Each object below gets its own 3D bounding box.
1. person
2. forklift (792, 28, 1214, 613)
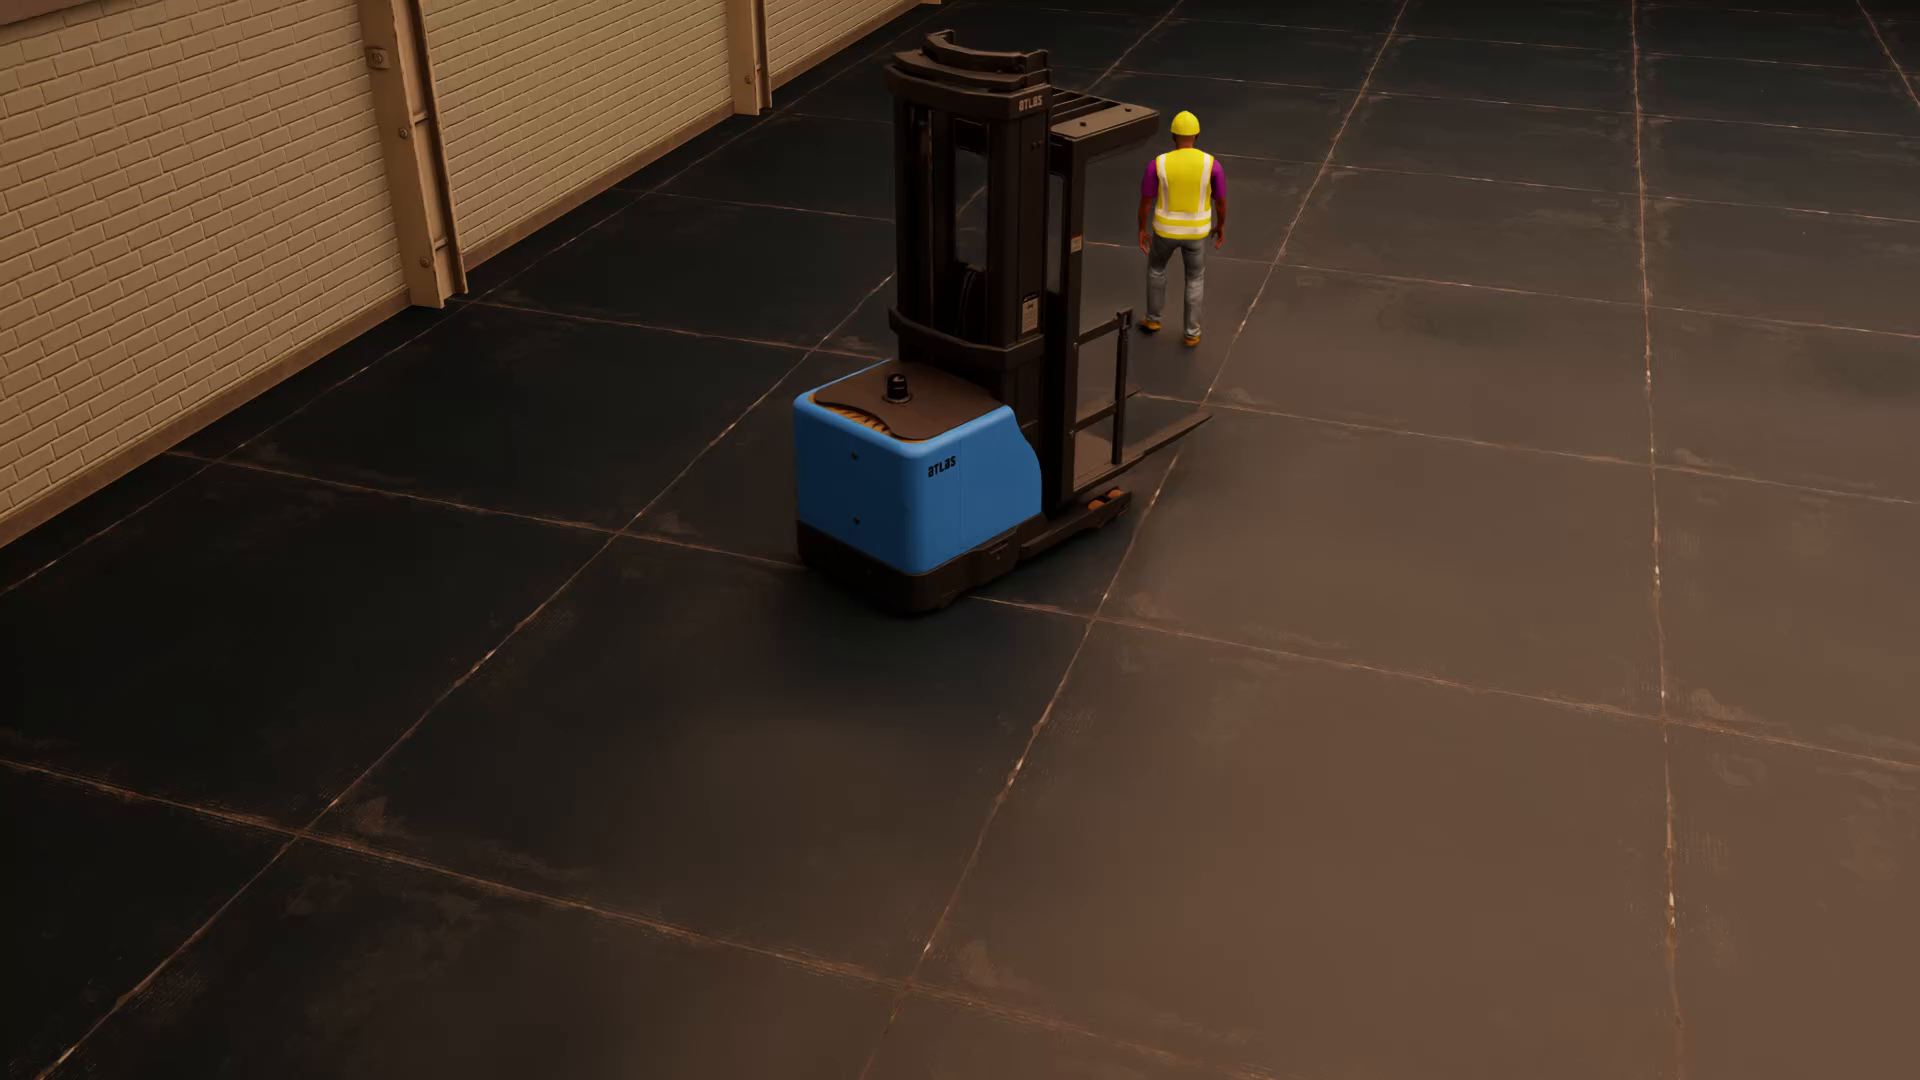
[{"bbox_3d":[1.655,-2.347,12.443,0.657,1.756,0.514,3,30,5],"label":"person"},{"bbox_3d":[0.420,-1.506,9.778,1.130,2.935,3.031,25,38,37],"label":"forklift"}]
